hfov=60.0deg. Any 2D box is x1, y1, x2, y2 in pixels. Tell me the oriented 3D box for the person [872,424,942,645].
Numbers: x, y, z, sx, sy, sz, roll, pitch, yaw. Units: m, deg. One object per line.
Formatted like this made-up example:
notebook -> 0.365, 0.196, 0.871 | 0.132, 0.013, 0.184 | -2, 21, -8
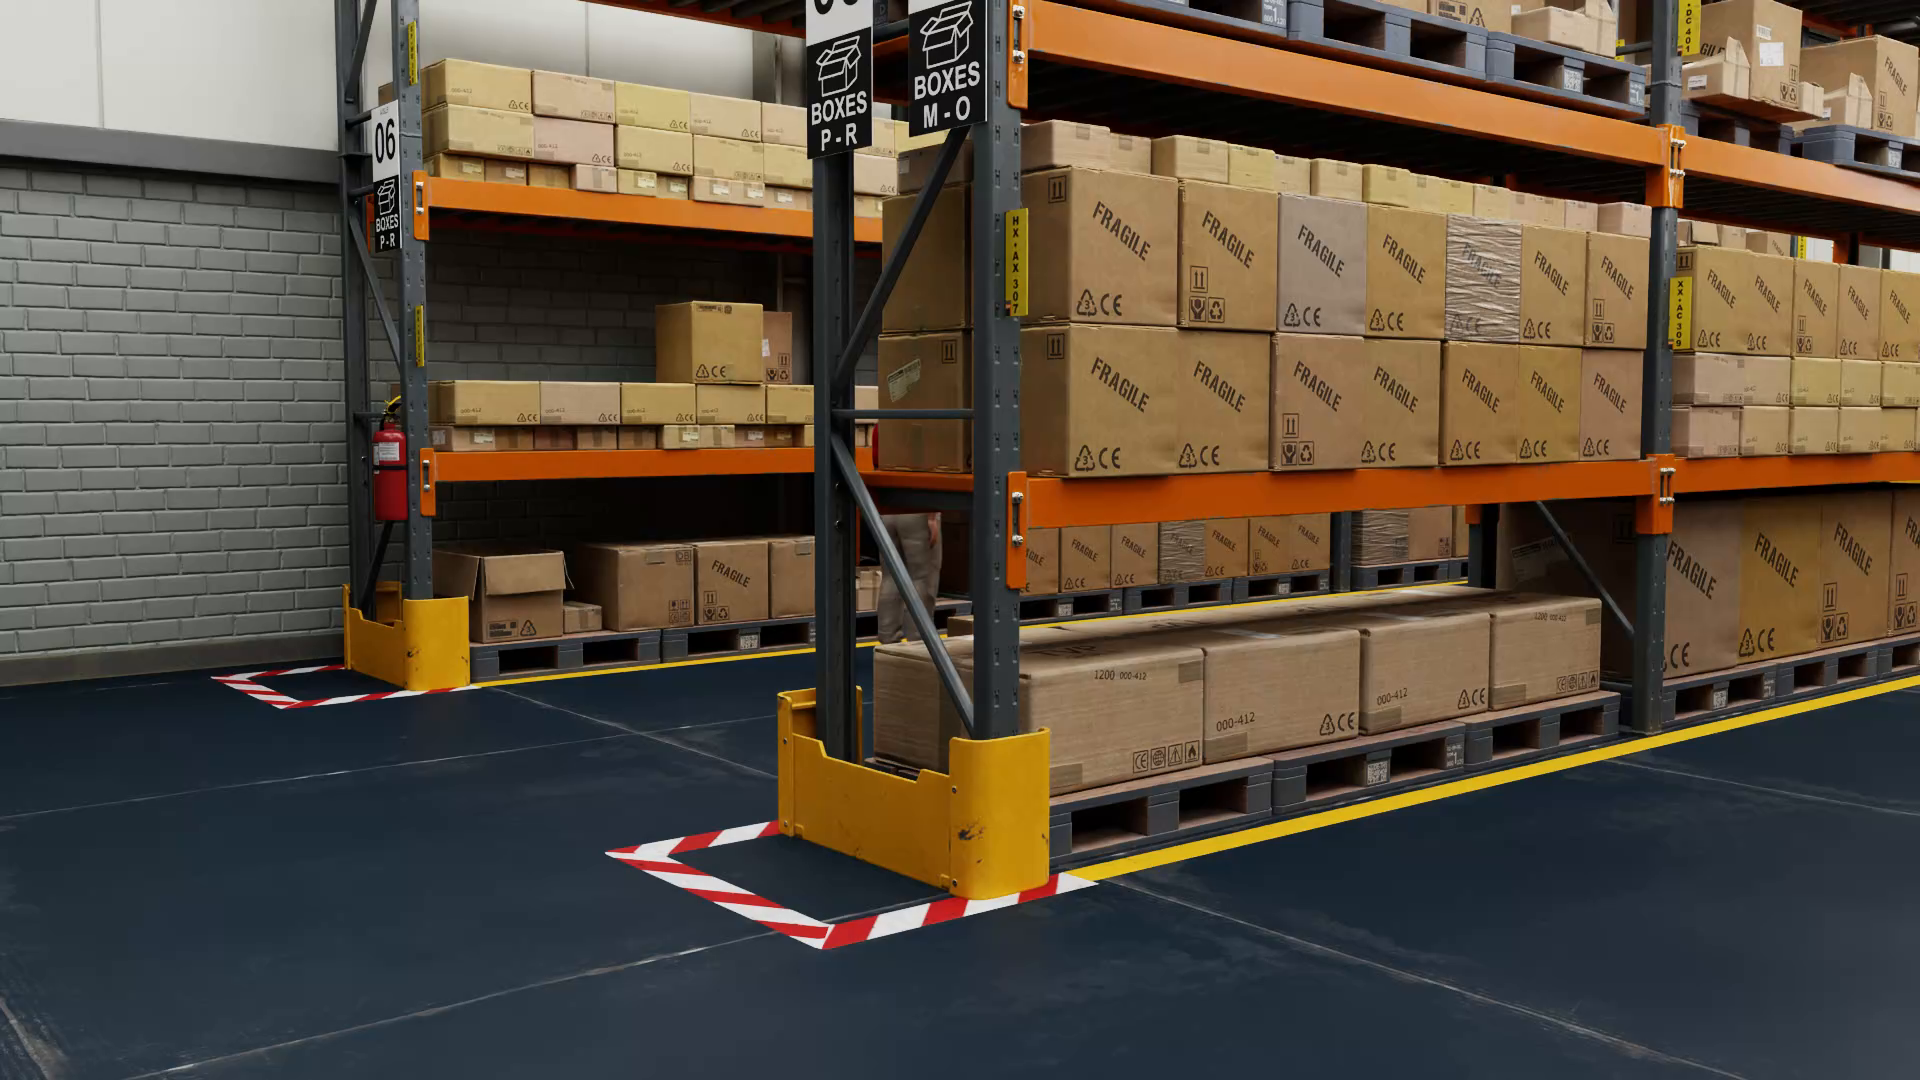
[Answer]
person -> -0.300, -0.122, 10.004 | 0.559, 1.731, 0.358 | 4, 6, 44
